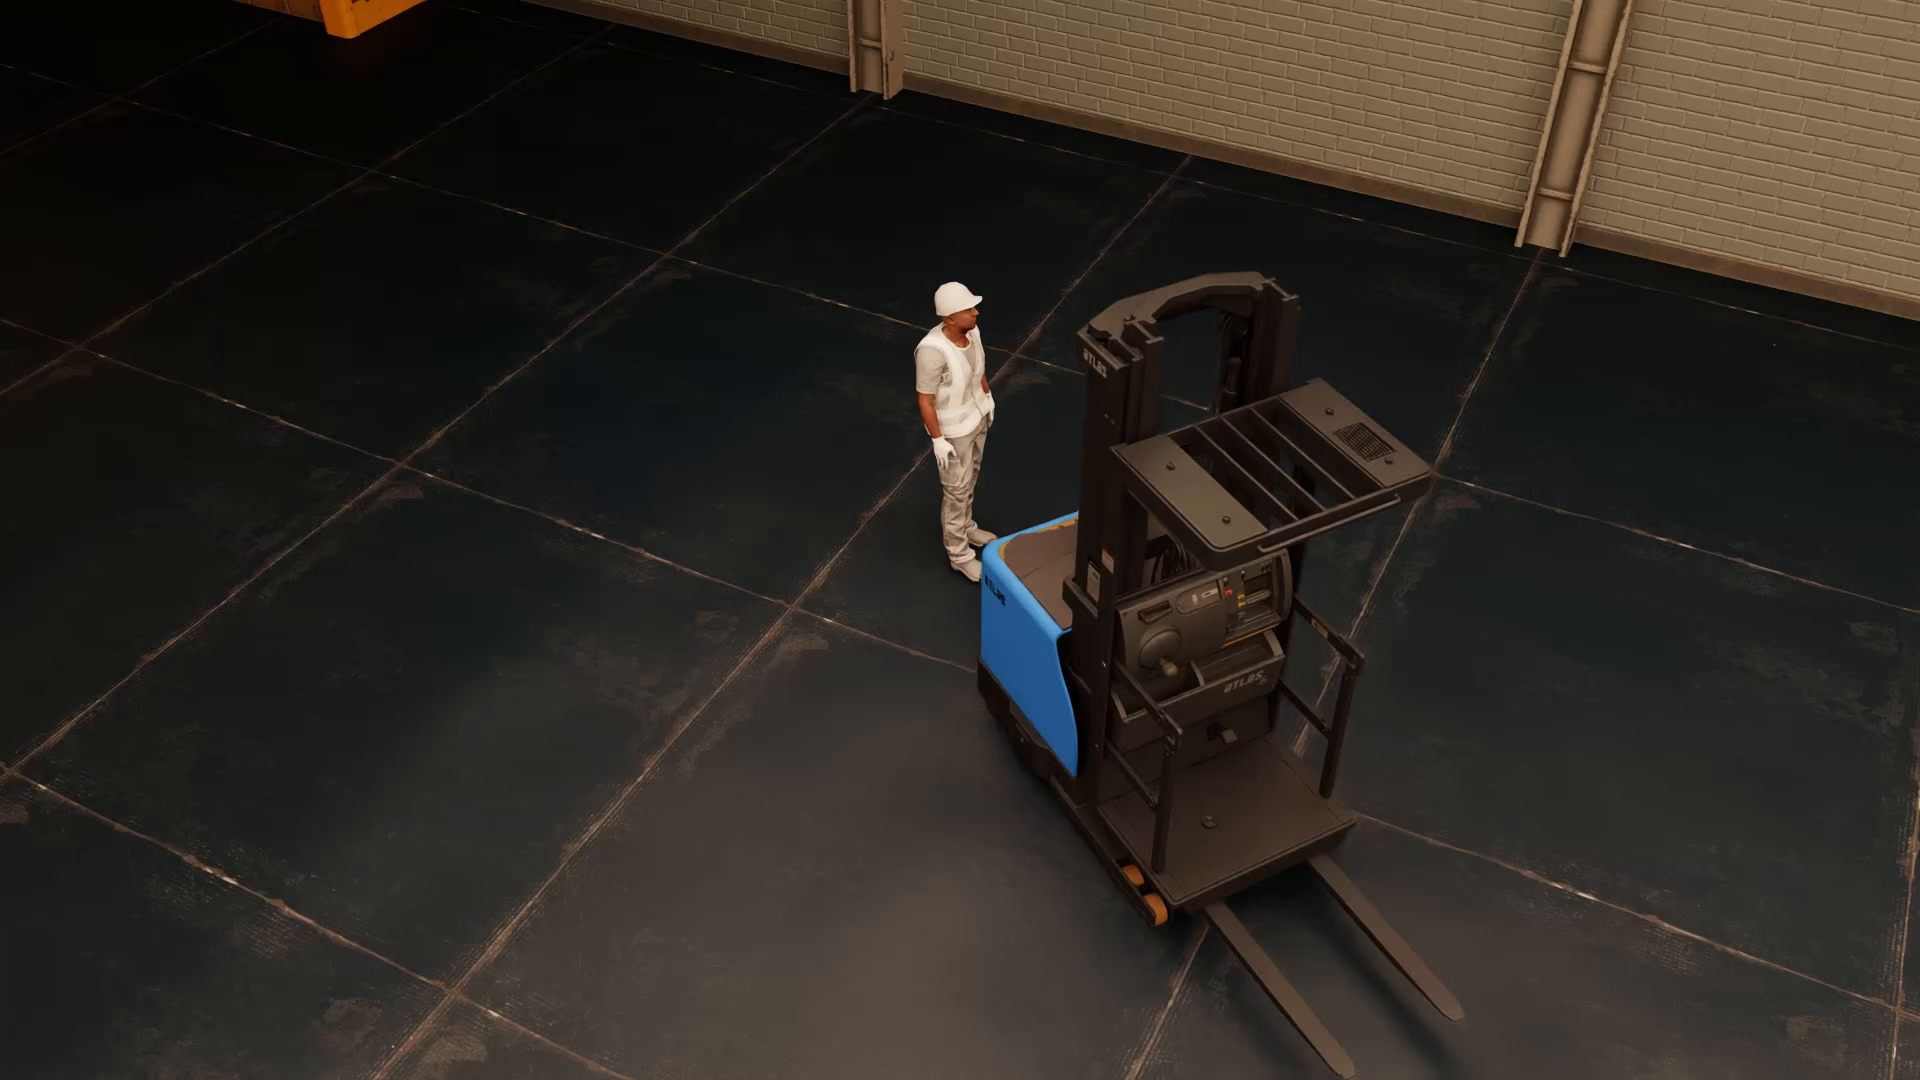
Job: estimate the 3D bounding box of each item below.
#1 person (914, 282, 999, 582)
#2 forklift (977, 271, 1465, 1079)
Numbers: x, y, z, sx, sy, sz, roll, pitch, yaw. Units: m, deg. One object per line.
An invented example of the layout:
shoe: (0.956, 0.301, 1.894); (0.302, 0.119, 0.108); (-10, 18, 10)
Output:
person: (0.060, -0.662, 9.652); (0.577, 1.781, 0.656); (18, 43, 21)
forklift: (1.238, 0.412, 7.498); (1.130, 2.935, 3.031); (-19, 44, -21)
